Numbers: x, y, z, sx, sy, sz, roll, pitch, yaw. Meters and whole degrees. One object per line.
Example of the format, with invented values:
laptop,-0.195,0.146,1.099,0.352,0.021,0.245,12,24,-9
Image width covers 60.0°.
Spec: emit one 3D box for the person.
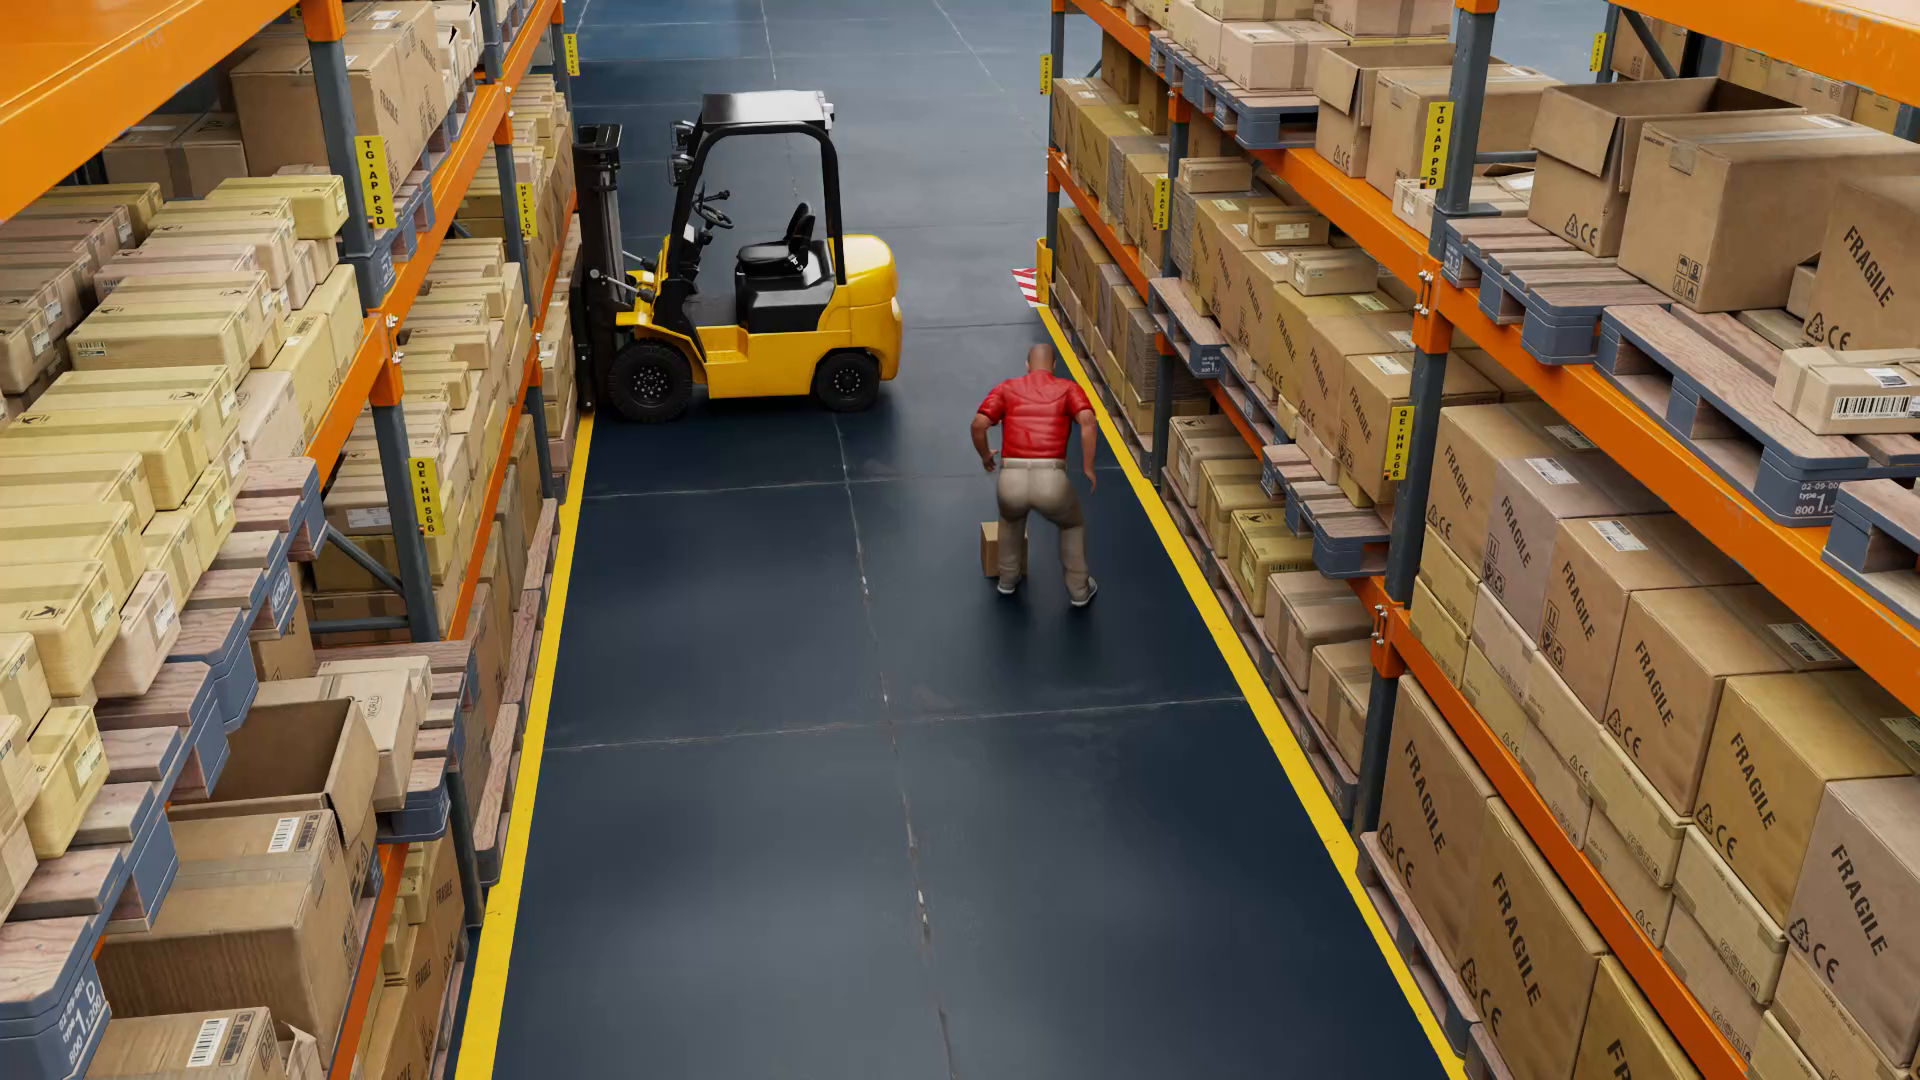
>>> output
person,0.436,-0.337,9.566,0.734,1.485,0.732,5,27,10
